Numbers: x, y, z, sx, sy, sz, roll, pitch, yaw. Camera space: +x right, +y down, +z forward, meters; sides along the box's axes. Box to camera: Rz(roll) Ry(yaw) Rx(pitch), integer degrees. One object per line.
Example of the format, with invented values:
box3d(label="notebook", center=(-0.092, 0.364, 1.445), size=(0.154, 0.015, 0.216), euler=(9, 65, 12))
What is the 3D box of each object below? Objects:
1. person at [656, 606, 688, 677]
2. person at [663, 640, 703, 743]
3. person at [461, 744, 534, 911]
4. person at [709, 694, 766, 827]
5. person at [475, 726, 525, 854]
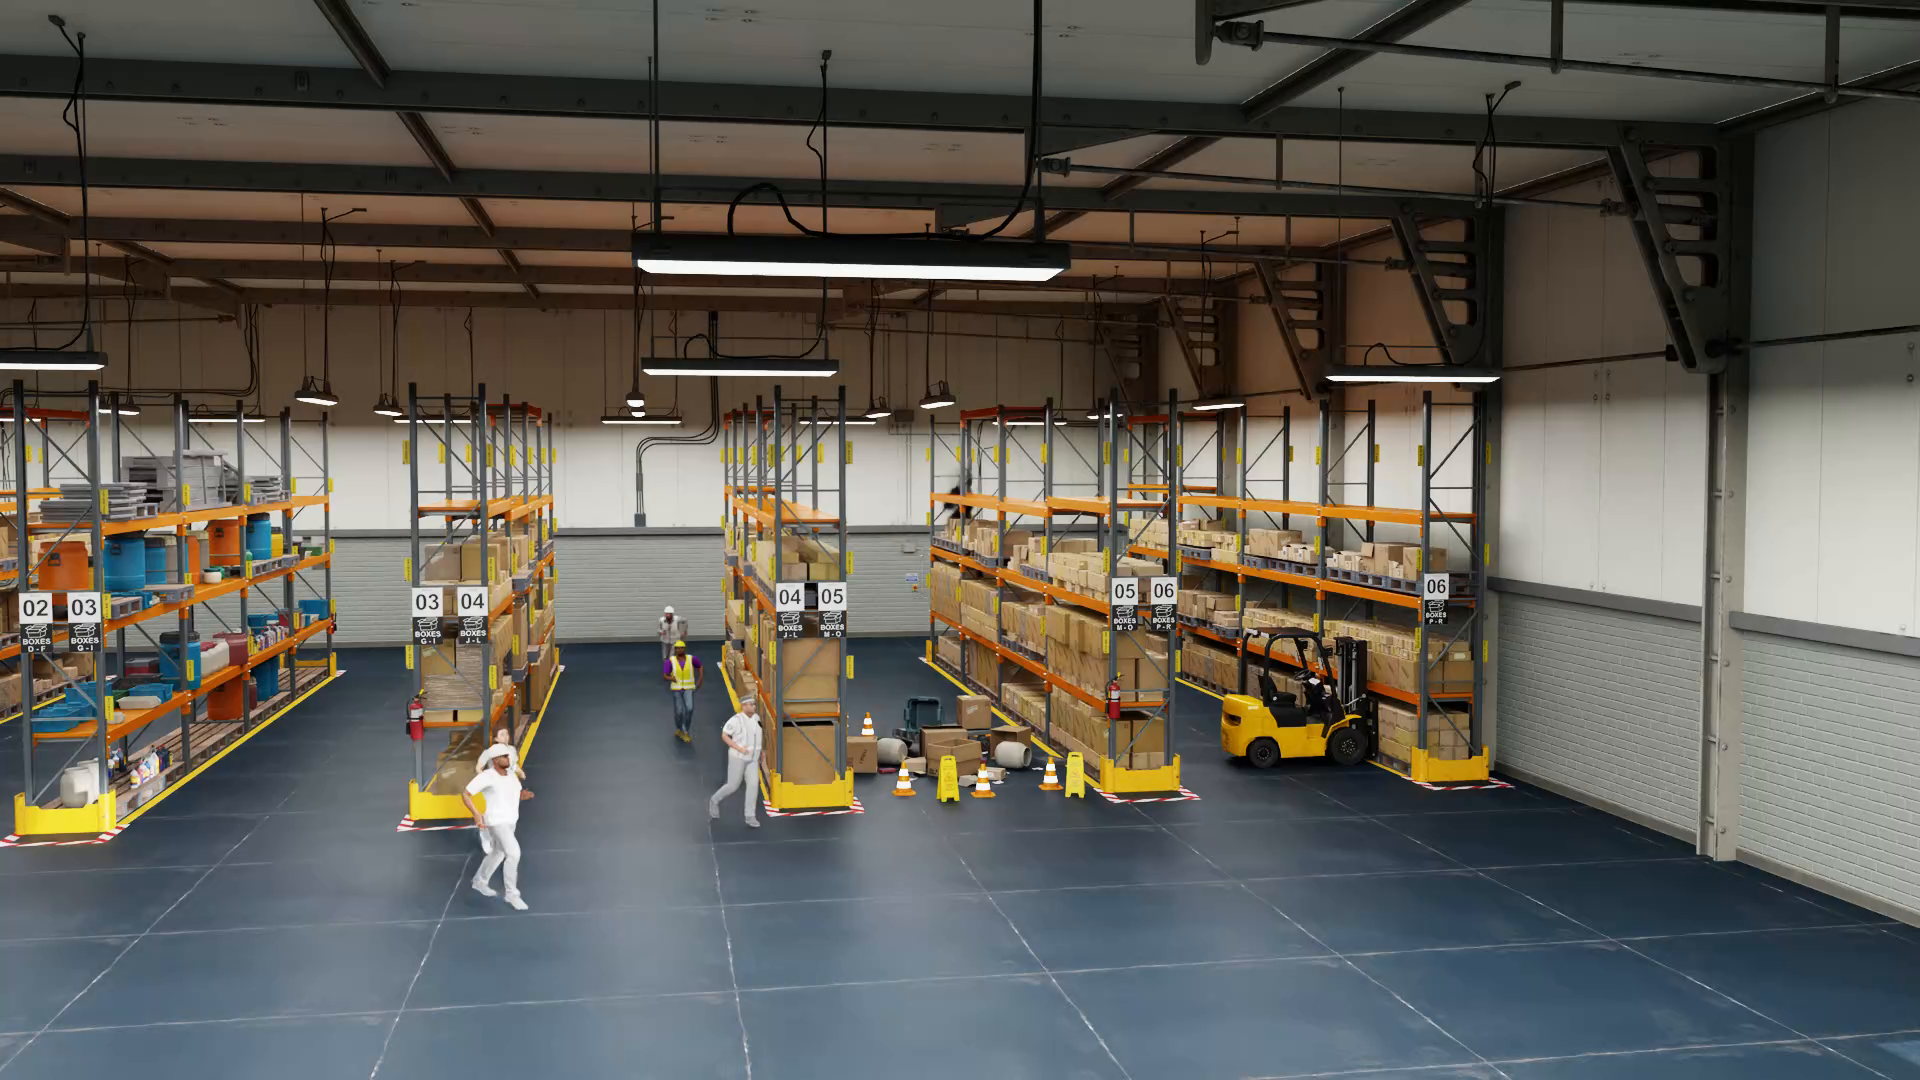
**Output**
box3d(label="person", center=(-6.462, 2.283, 37.329), size=(0.684, 1.645, 0.882), euler=(0, 3, -4))
box3d(label="person", center=(-4.873, 2.661, 29.262), size=(0.707, 1.794, 0.741), euler=(0, 3, -10))
box3d(label="person", center=(-5.121, 3.174, 18.500), size=(0.797, 1.826, 0.682), euler=(1, 3, 15))
box3d(label="person", center=(-2.918, 2.972, 22.703), size=(0.729, 1.744, 0.956), euler=(-3, 4, -45))
box3d(label="person", center=(-5.682, 3.131, 20.732), size=(0.558, 1.637, 0.551), euler=(2, 3, 33))
